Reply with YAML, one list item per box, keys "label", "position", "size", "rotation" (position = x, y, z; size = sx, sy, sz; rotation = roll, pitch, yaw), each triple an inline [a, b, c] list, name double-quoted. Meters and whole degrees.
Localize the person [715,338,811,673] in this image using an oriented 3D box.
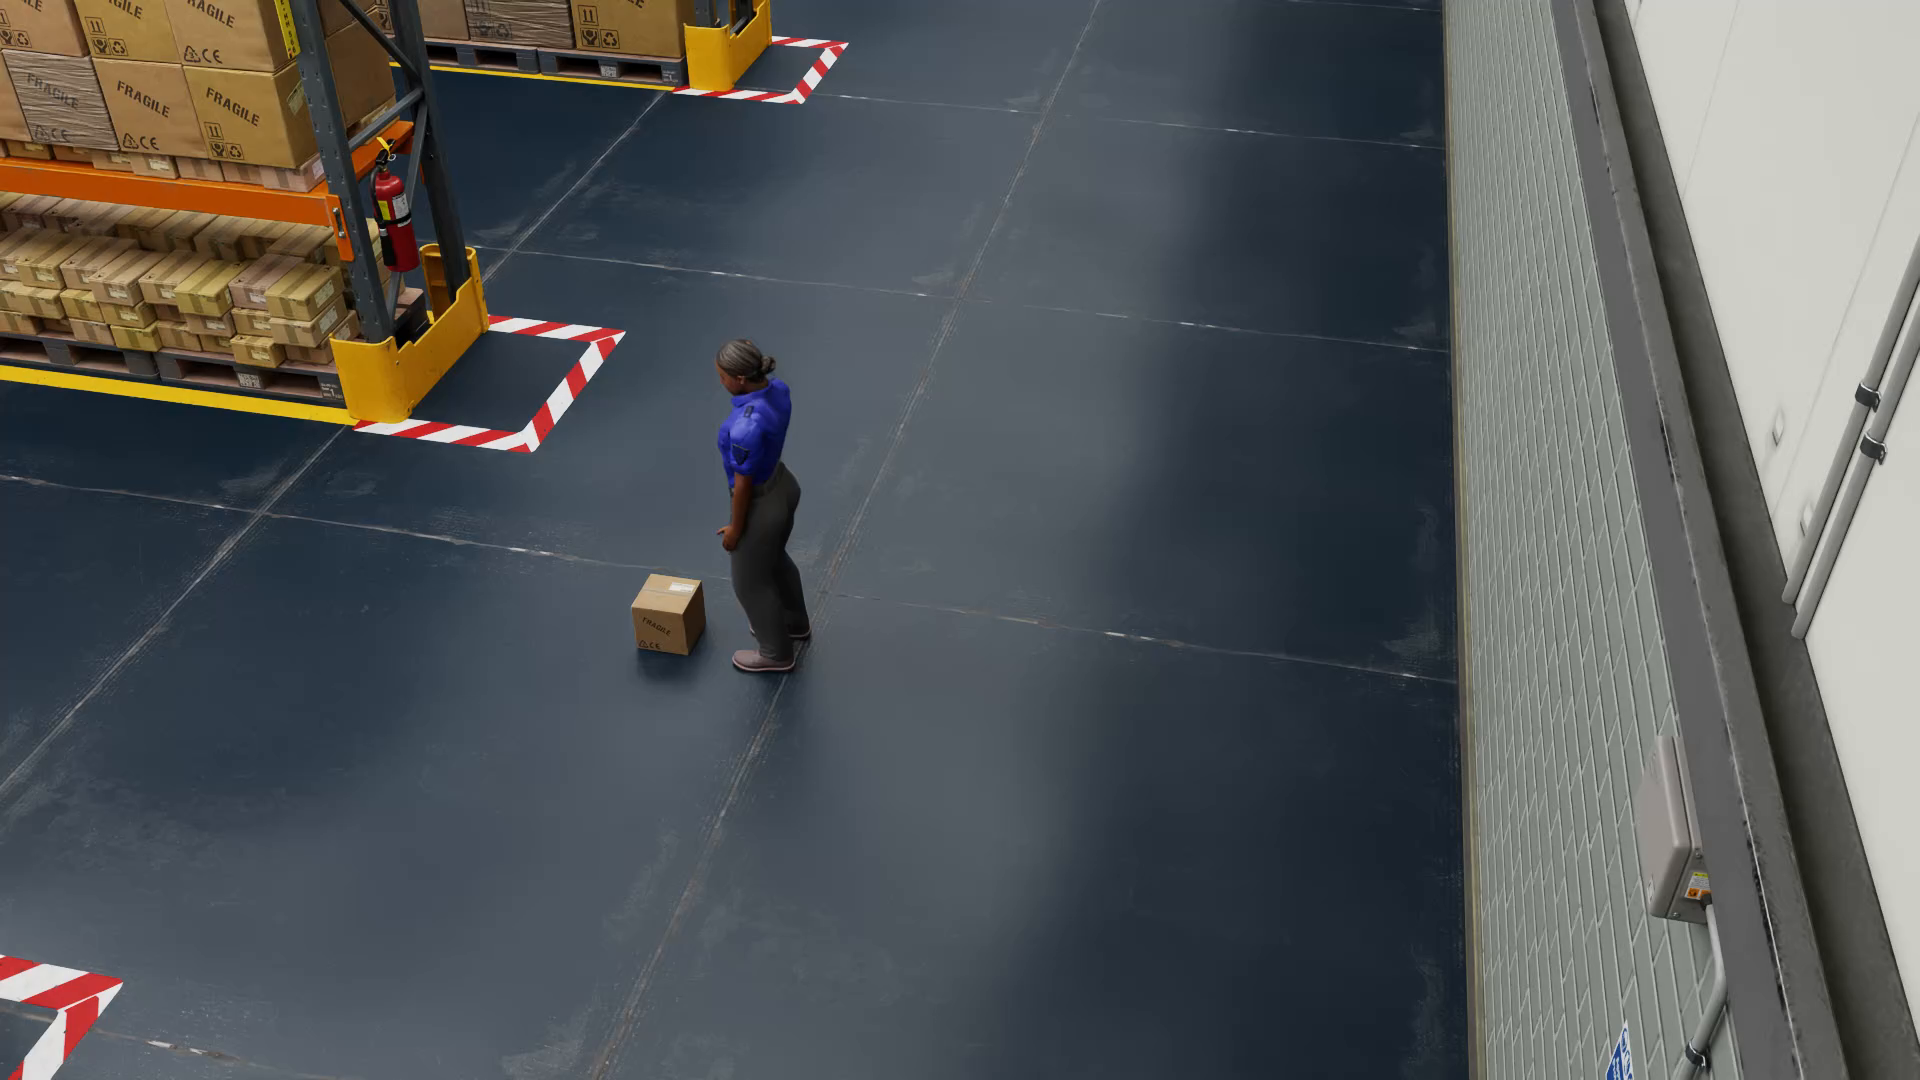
- label: "person"
  position: [-0.868, -0.138, 7.167]
  size: [0.305, 1.650, 0.441]
  rotation: [8, 38, 11]
